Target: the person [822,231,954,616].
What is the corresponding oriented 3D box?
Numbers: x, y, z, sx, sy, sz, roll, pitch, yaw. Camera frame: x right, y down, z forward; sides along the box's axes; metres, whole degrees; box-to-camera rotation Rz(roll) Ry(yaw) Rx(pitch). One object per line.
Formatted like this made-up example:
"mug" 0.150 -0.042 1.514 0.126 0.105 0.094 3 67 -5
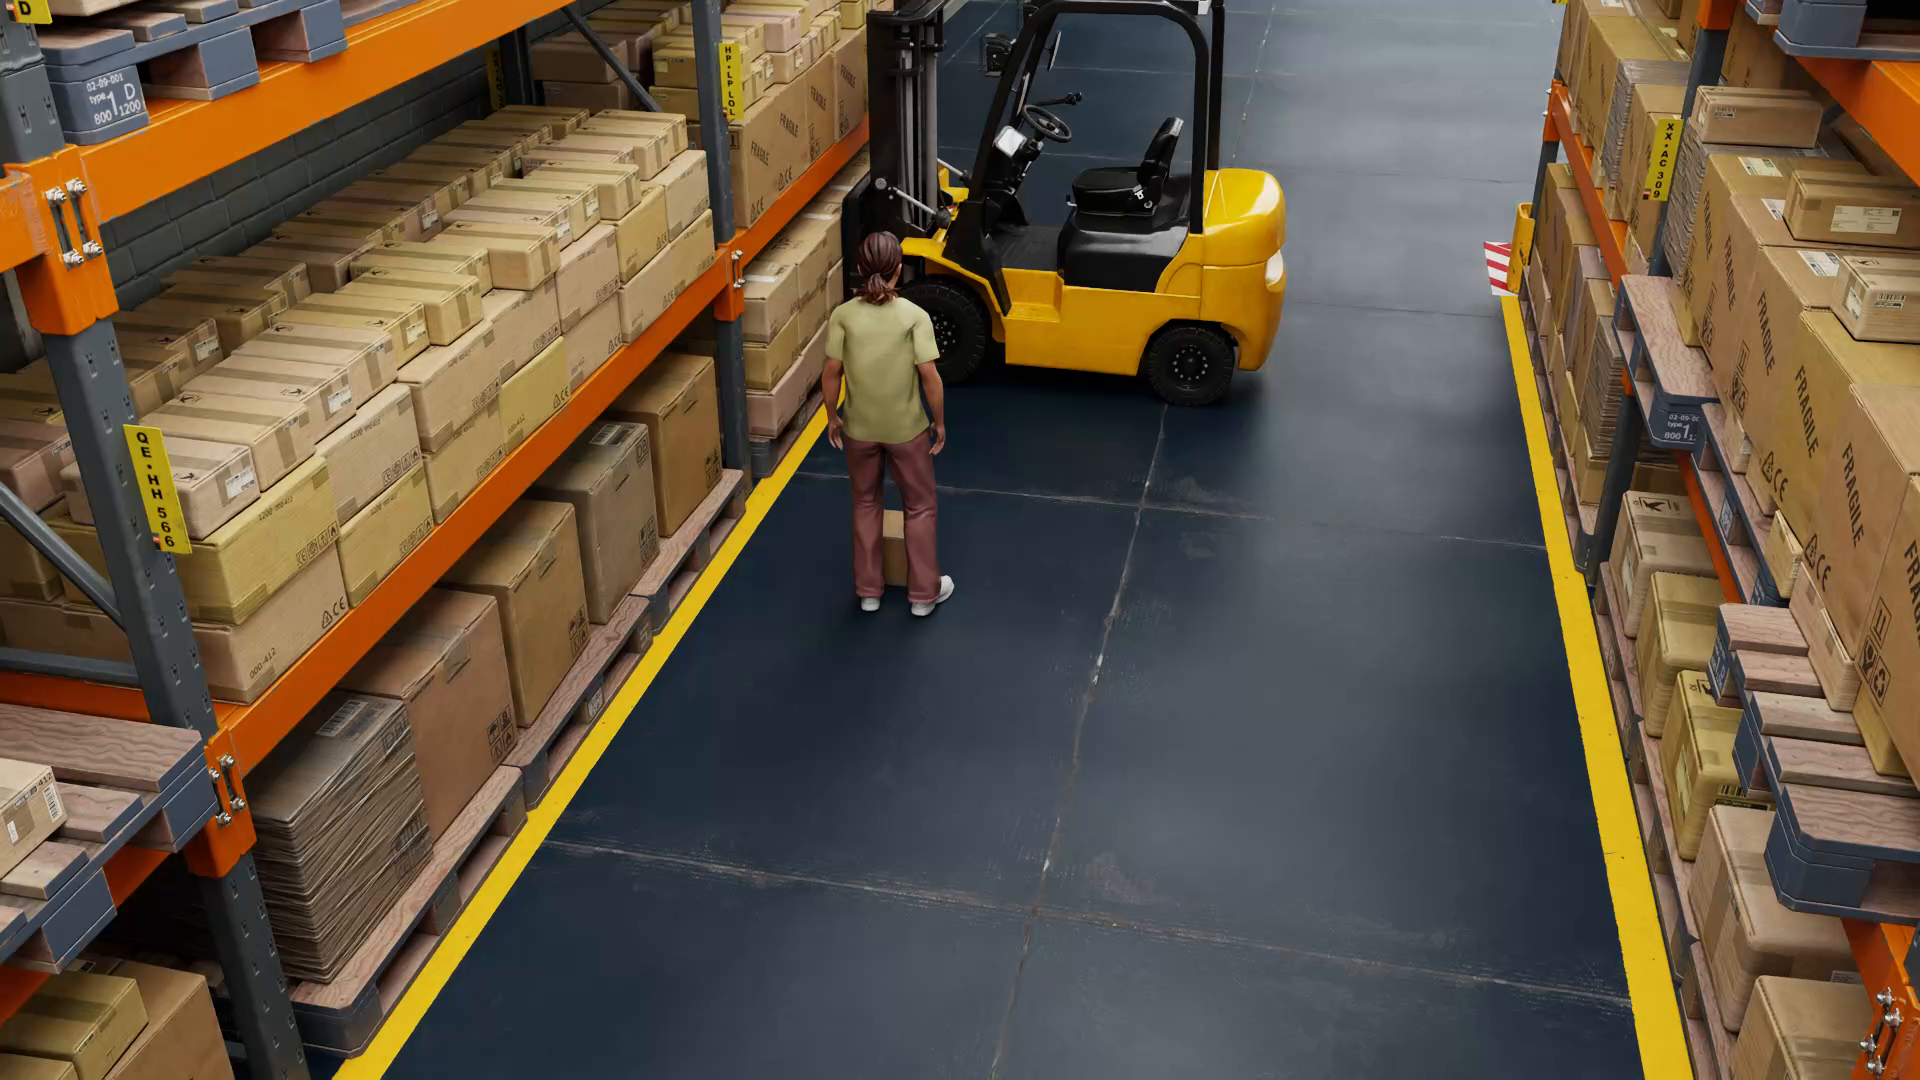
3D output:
"person" -0.304 -0.467 6.972 0.520 1.673 0.357 4 29 8
